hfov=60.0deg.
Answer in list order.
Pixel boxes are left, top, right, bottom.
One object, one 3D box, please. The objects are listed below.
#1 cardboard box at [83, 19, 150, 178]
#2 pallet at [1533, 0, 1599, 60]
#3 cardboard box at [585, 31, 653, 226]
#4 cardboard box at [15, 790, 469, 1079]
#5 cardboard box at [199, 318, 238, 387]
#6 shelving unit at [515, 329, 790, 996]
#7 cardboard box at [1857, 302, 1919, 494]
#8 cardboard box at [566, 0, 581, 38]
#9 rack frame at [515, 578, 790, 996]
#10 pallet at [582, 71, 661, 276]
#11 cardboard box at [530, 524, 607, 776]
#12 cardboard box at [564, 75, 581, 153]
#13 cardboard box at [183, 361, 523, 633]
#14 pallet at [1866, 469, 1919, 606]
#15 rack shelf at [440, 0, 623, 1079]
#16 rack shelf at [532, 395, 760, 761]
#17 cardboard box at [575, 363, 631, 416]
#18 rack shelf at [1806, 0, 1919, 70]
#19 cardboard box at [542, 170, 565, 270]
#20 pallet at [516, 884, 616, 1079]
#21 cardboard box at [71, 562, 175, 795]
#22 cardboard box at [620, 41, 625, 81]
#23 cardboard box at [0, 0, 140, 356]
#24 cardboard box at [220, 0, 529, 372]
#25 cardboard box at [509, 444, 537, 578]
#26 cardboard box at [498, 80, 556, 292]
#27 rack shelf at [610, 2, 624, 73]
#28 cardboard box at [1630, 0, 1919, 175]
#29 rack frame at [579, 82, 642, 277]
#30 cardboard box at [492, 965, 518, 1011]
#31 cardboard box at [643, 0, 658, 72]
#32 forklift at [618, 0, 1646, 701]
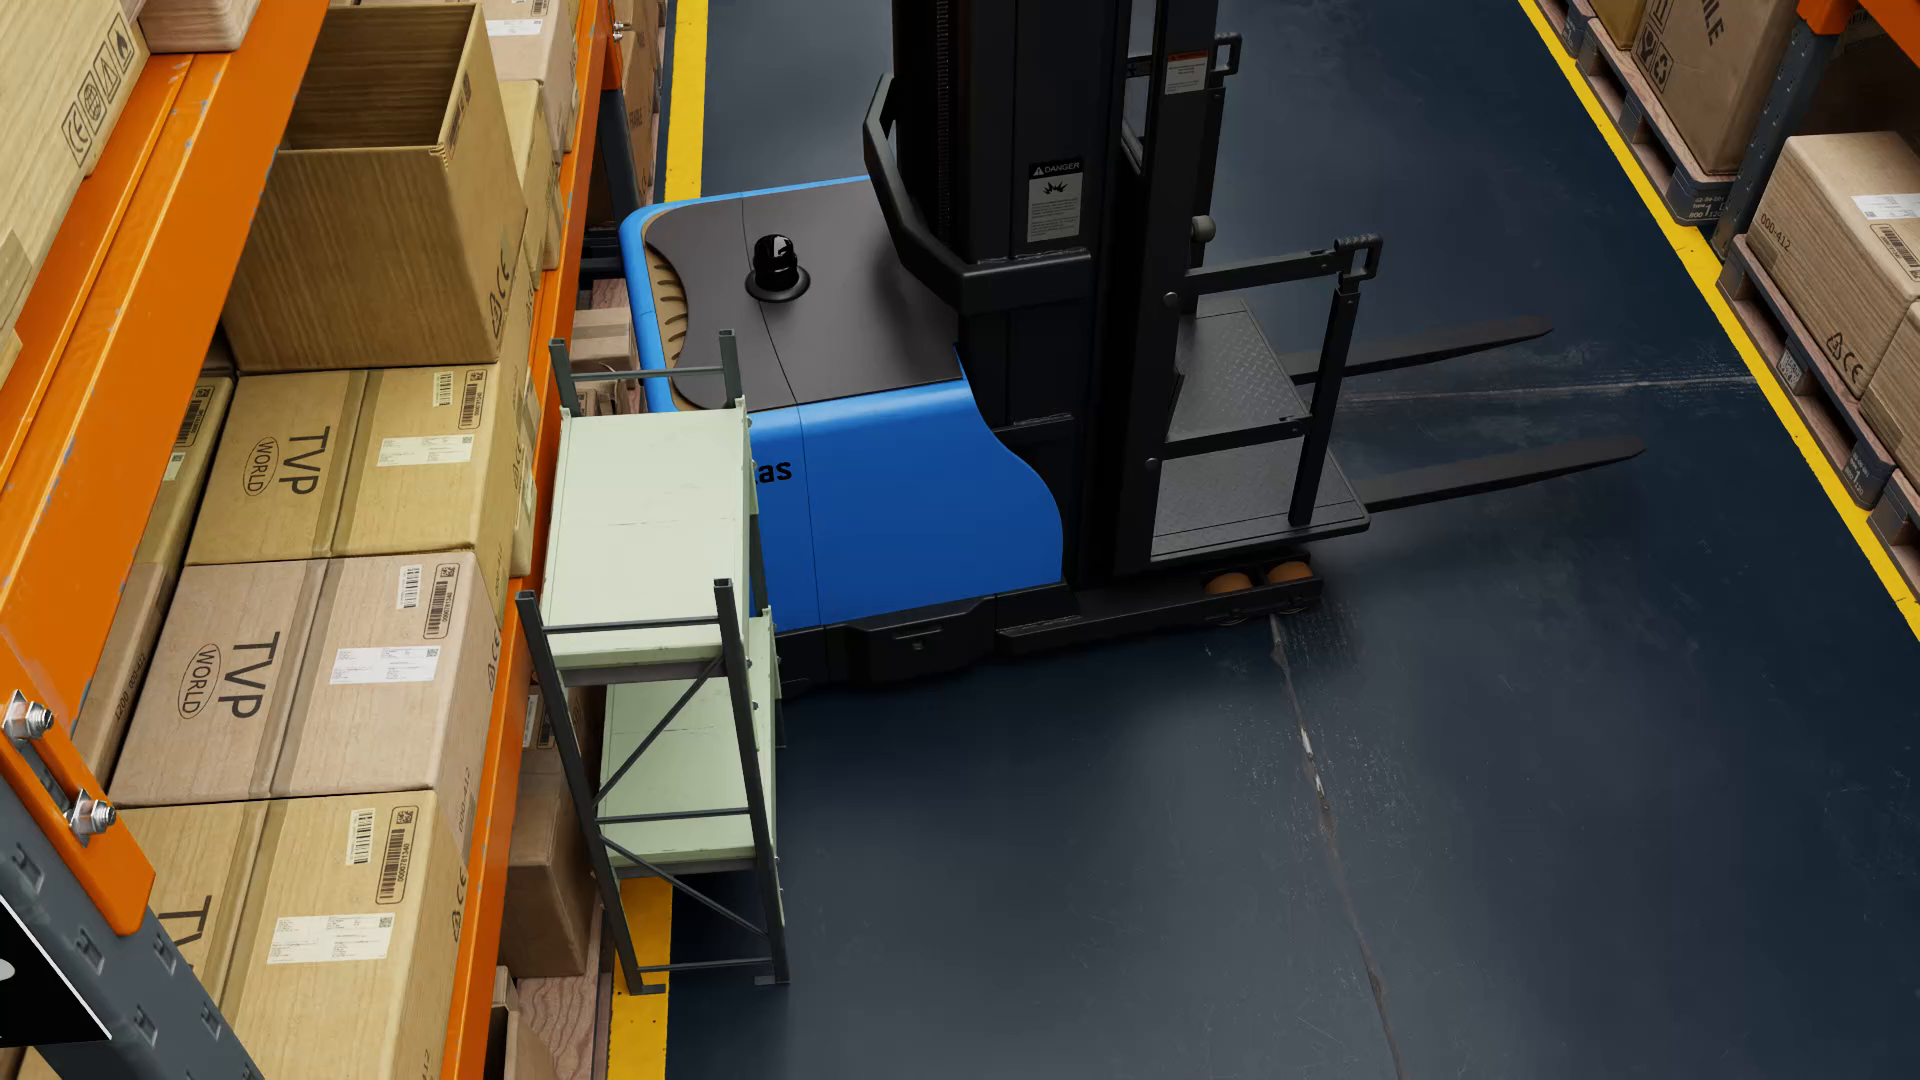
[{"bbox_3d":[-1.112,-0.509,1.773,0.380,0.149,0.250,-3,47,-3],"label":"cardboard box"},{"bbox_3d":[3.102,-2.623,7.588,1.003,0.211,1.213,-3,47,-3],"label":"pallet"},{"bbox_3d":[-1.415,-1.487,6.025,0.500,0.500,0.500,-2,47,-2],"label":"cardboard box"},{"bbox_3d":[-1.034,0.660,2.457,0.500,0.250,0.500,-3,47,-3],"label":"cardboard box"},{"bbox_3d":[-1.690,-0.422,3.482,0.500,0.250,0.500,-4,47,-3],"label":"cardboard box"},{"bbox_3d":[-0.659,0.342,3.893,0.431,1.500,0.755,-4,47,-3],"label":"shelving unit"},{"bbox_3d":[3.368,-0.298,4.942,0.875,0.438,0.875,-5,47,-4],"label":"cardboard box"},{"bbox_3d":[-1.313,-1.536,4.537,0.500,0.250,0.500,-2,47,-2],"label":"cardboard box"},{"bbox_3d":[-0.627,0.606,3.642,0.400,1.500,0.023,-4,47,-3],"label":"rack frame"},{"bbox_3d":[-1.705,-1.466,6.493,1.003,0.211,1.213,-3,47,-3],"label":"pallet"},{"bbox_3d":[-1.198,0.313,4.320,0.500,0.500,0.500,-3,47,-3],"label":"cardboard box"},{"bbox_3d":[-1.232,-1.163,4.459,0.380,0.149,0.250,-2,47,-2],"label":"cardboard box"},{"bbox_3d":[-1.122,-0.071,3.150,0.500,0.250,0.500,-4,47,-4],"label":"cardboard box"},{"bbox_3d":[3.438,0.256,4.863,1.003,0.211,1.213,-3,47,-3],"label":"pallet"},{"bbox_3d":[-1.432,-0.144,3.816,1.077,0.370,4.000,-3,47,-3],"label":"rack shelf"},{"bbox_3d":[-0.658,0.073,3.610,0.431,0.370,0.720,-4,47,-3],"label":"rack shelf"},{"bbox_3d":[-1.230,-0.399,5.156,0.396,0.266,0.258,-2,47,-2],"label":"cardboard box"},{"bbox_3d":[3.514,-0.449,4.104,1.077,0.370,4.000,-3,47,-3],"label":"rack shelf"},{"bbox_3d":[-1.187,-0.789,4.104,0.380,0.149,0.250,-4,47,-4],"label":"cardboard box"},{"bbox_3d":[-1.338,1.383,3.795,1.003,0.211,1.213,-3,47,-3],"label":"pallet"},{"bbox_3d":[-1.609,0.315,2.784,0.500,0.250,0.500,-3,47,-3],"label":"cardboard box"},{"bbox_3d":[-1.364,-1.622,5.706,0.380,0.149,0.250,-1,47,-1],"label":"cardboard box"},{"bbox_3d":[-1.029,-0.364,1.362,0.500,0.250,0.500,-4,47,-4],"label":"cardboard box"},{"bbox_3d":[-1.160,-0.683,3.213,0.500,0.500,0.500,-2,47,-2],"label":"cardboard box"},{"bbox_3d":[-1.077,-0.048,3.402,0.380,0.149,0.250,-5,47,-4],"label":"cardboard box"},{"bbox_3d":[-1.228,-0.813,3.852,0.500,0.250,0.500,-4,47,-4],"label":"cardboard box"},{"bbox_3d":[-1.767,-3.038,6.557,1.077,0.370,4.000,-3,47,-3],"label":"rack shelf"},{"bbox_3d":[3.215,-2.001,6.253,0.875,0.875,0.875,-2,47,-2],"label":"cardboard box"},{"bbox_3d":[-1.599,-1.839,4.925,1.000,3.000,0.127,-3,47,-3],"label":"rack frame"},{"bbox_3d":[-1.218,1.133,3.785,0.380,0.149,0.250,-5,47,-5],"label":"cardboard box"},{"bbox_3d":[-1.507,-2.233,6.731,0.500,0.500,0.500,-5,47,-4],"label":"cardboard box"},{"bbox_3d":[0.605,-1.115,4.287,3.031,2.935,1.130,-10,47,-9],"label":"forklift"}]
